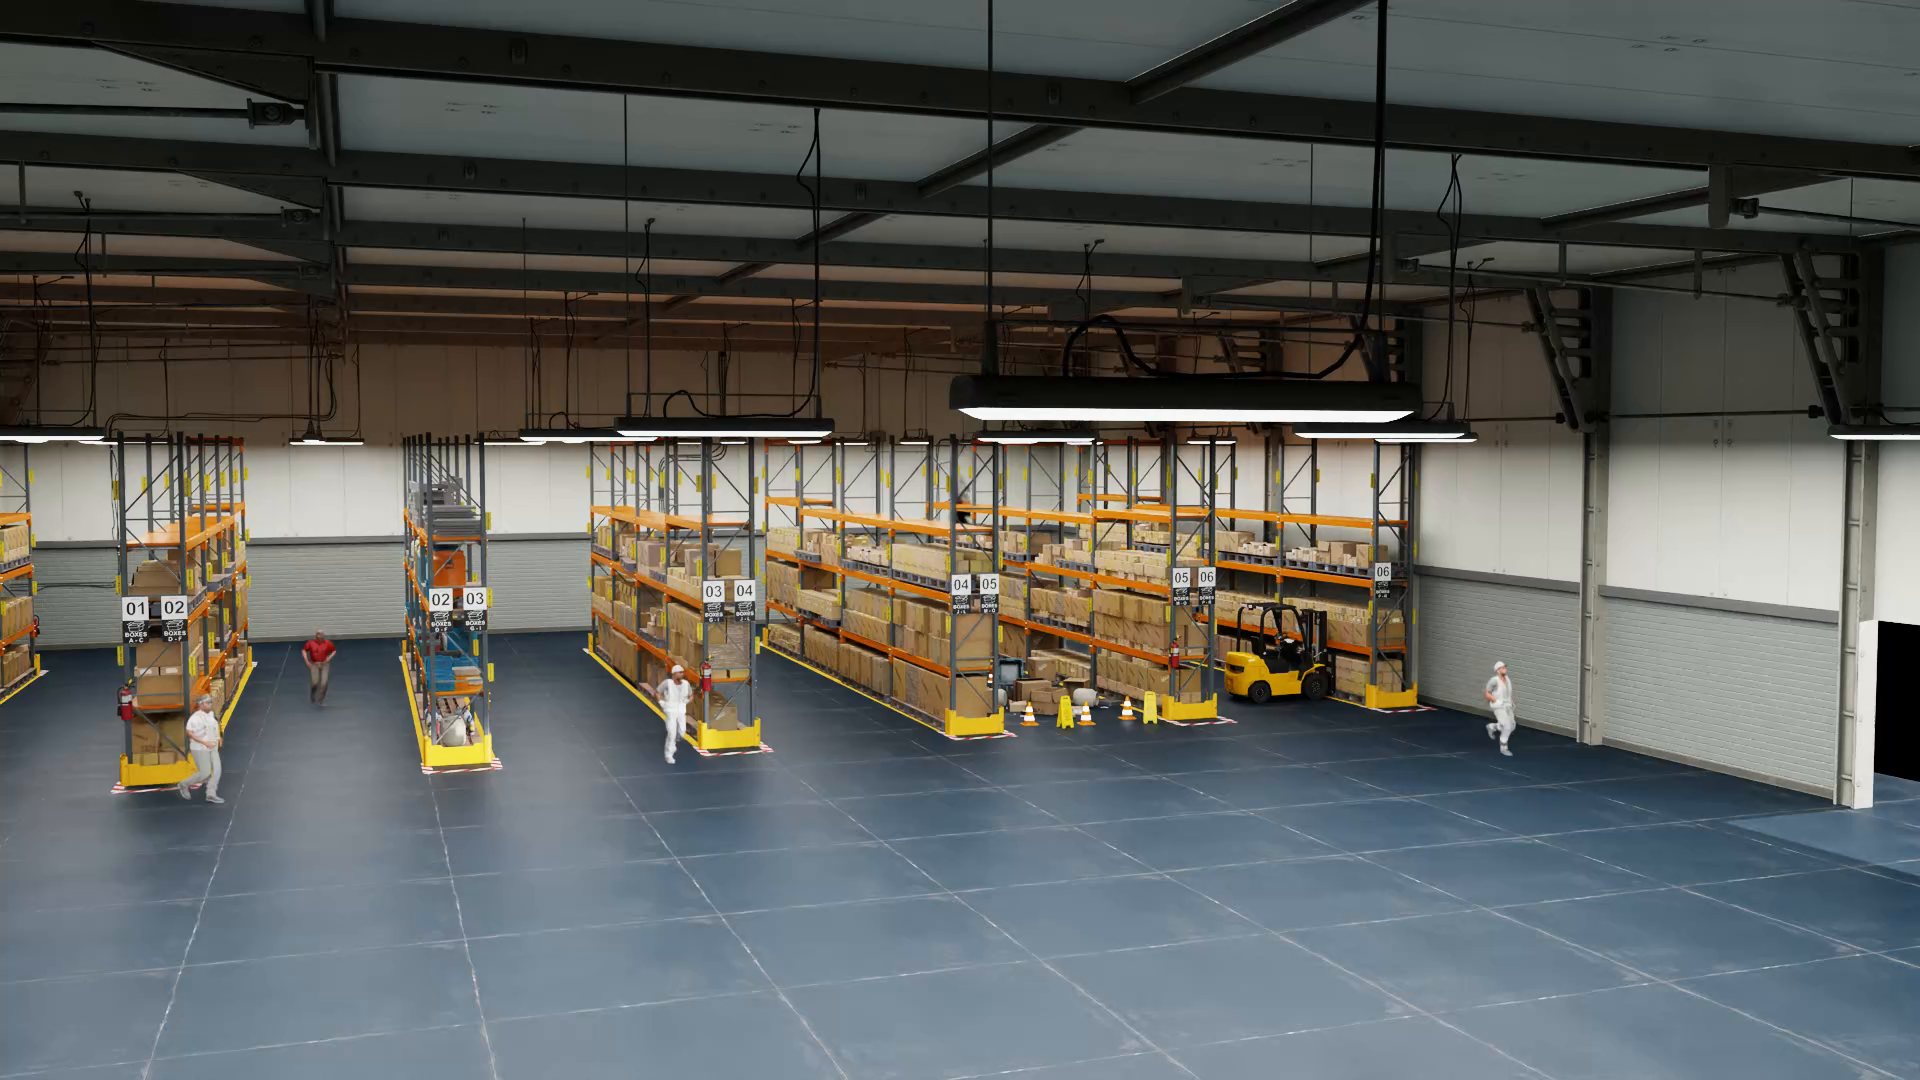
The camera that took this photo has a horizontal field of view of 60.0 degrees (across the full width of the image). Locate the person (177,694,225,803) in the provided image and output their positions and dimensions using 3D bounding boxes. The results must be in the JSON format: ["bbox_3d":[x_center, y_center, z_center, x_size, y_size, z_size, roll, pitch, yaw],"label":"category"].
[{"bbox_3d":[-12.241,3.362,26.873,0.726,1.777,0.689,0,3,8],"label":"person"}]

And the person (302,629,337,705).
[{"bbox_3d":[-14.202,2.829,36.906,0.710,1.694,0.563,-1,3,-25],"label":"person"}]

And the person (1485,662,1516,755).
[{"bbox_3d":[10.112,3.138,31.196,0.676,1.725,0.675,-2,4,-35],"label":"person"}]

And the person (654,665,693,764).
[{"bbox_3d":[-5.223,3.177,30.589,0.715,1.744,0.880,-2,4,-34],"label":"person"}]
